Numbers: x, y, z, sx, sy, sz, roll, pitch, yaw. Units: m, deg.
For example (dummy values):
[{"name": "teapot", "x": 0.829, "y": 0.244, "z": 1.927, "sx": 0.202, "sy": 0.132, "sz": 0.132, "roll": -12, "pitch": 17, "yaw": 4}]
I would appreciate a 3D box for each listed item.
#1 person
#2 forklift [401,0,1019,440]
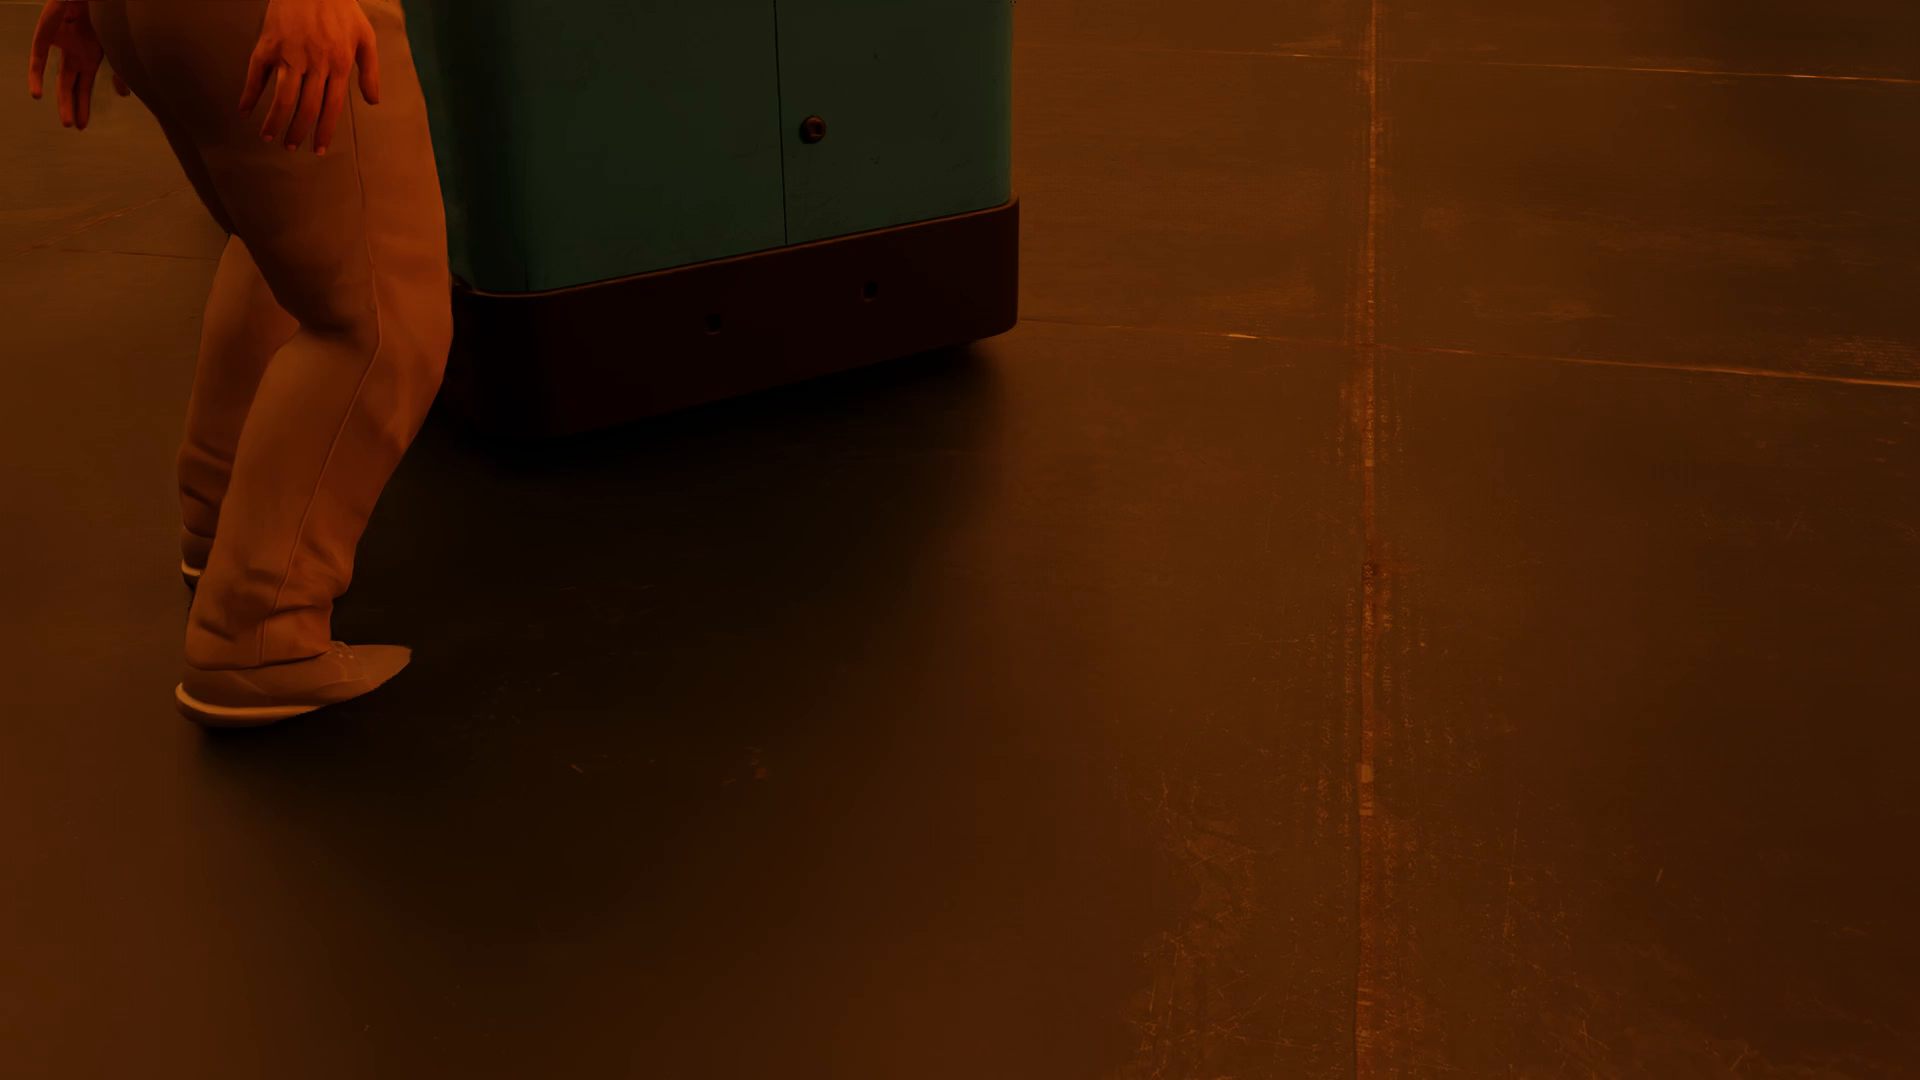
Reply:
[{"name": "person", "x": -0.866, "y": -0.604, "z": 1.911, "sx": 0.478, "sy": 1.717, "sz": 0.898, "roll": -21, "pitch": 34, "yaw": -35}, {"name": "forklift", "x": -1.134, "y": -2.081, "z": 3.371, "sx": 1.130, "sy": 2.935, "sz": 3.031, "roll": -17, "pitch": 31, "yaw": -30}]
